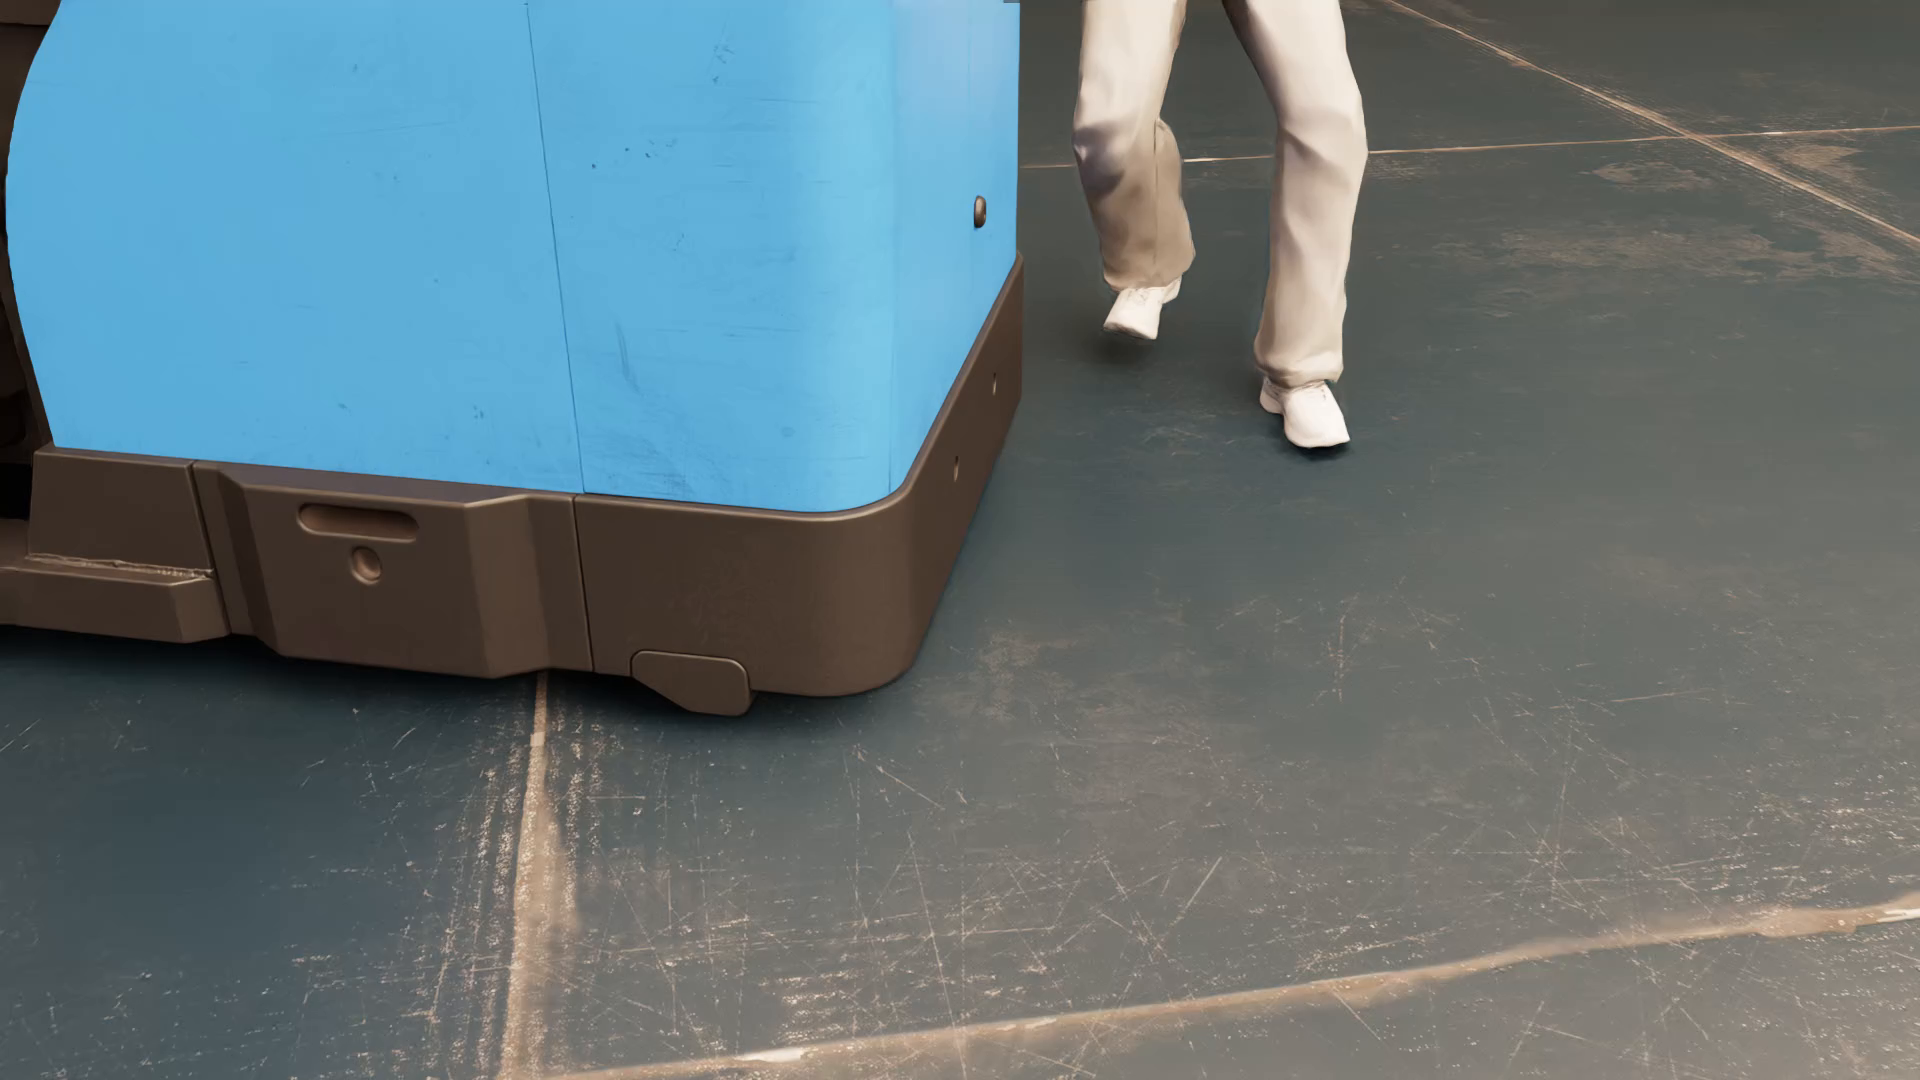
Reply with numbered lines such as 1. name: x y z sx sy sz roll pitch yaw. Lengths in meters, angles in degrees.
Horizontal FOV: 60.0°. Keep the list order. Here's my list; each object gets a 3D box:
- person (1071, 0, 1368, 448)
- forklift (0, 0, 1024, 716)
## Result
1. person: 0.421 -0.976 2.665 0.851 1.598 0.629 3 28 5
2. forklift: -1.465 -1.409 2.029 3.031 2.935 1.130 5 28 10
